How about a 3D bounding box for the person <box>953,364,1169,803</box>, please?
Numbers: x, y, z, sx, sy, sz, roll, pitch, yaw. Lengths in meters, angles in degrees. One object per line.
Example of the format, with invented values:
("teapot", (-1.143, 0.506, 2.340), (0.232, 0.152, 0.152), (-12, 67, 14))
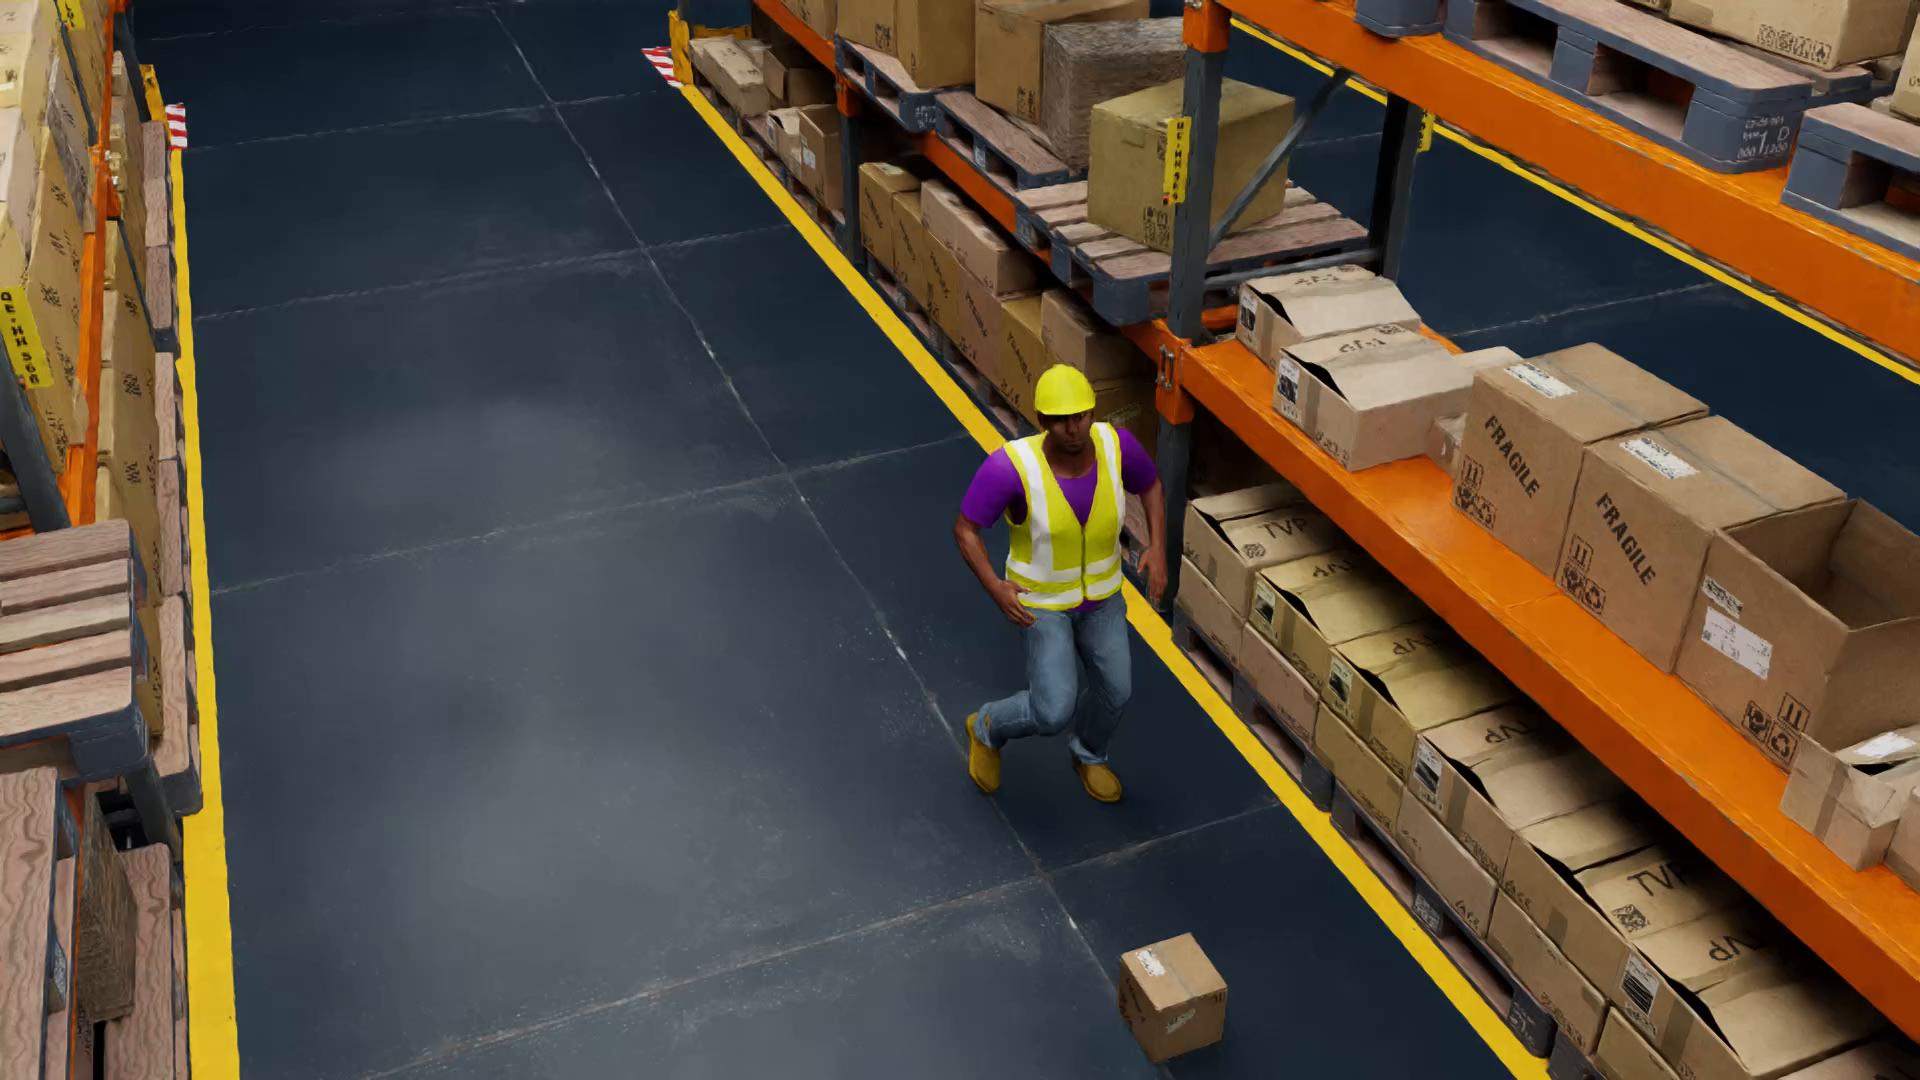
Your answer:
("person", (0.409, 0.189, 5.865), (0.779, 1.729, 0.488), (-15, 36, -22))
